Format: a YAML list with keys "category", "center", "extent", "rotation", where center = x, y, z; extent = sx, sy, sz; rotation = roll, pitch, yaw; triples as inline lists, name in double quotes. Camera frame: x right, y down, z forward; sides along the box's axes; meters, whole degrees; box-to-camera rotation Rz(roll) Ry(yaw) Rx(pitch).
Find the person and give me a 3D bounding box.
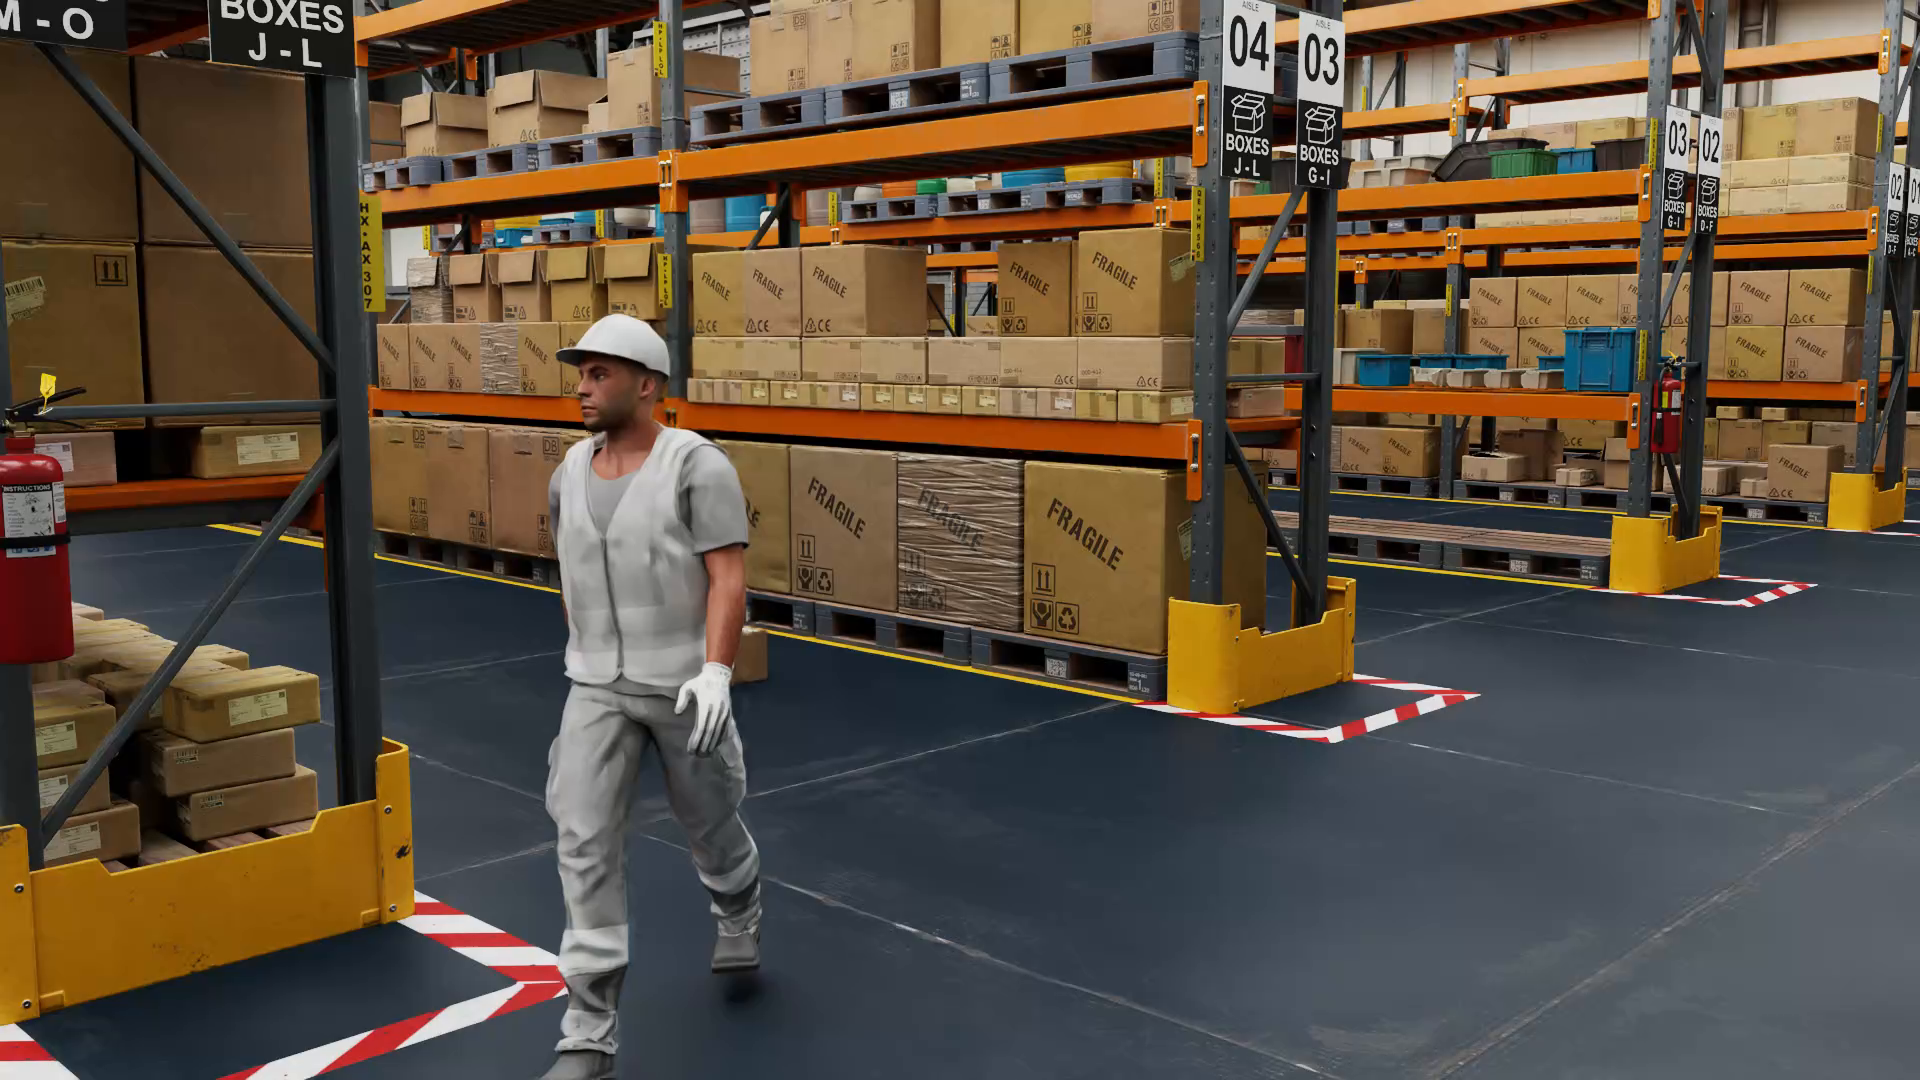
- category: "person"
  center: [-0.746, 0.345, 3.929]
  extent: [0.573, 1.745, 1.059]
  rotation: [2, 7, 13]
